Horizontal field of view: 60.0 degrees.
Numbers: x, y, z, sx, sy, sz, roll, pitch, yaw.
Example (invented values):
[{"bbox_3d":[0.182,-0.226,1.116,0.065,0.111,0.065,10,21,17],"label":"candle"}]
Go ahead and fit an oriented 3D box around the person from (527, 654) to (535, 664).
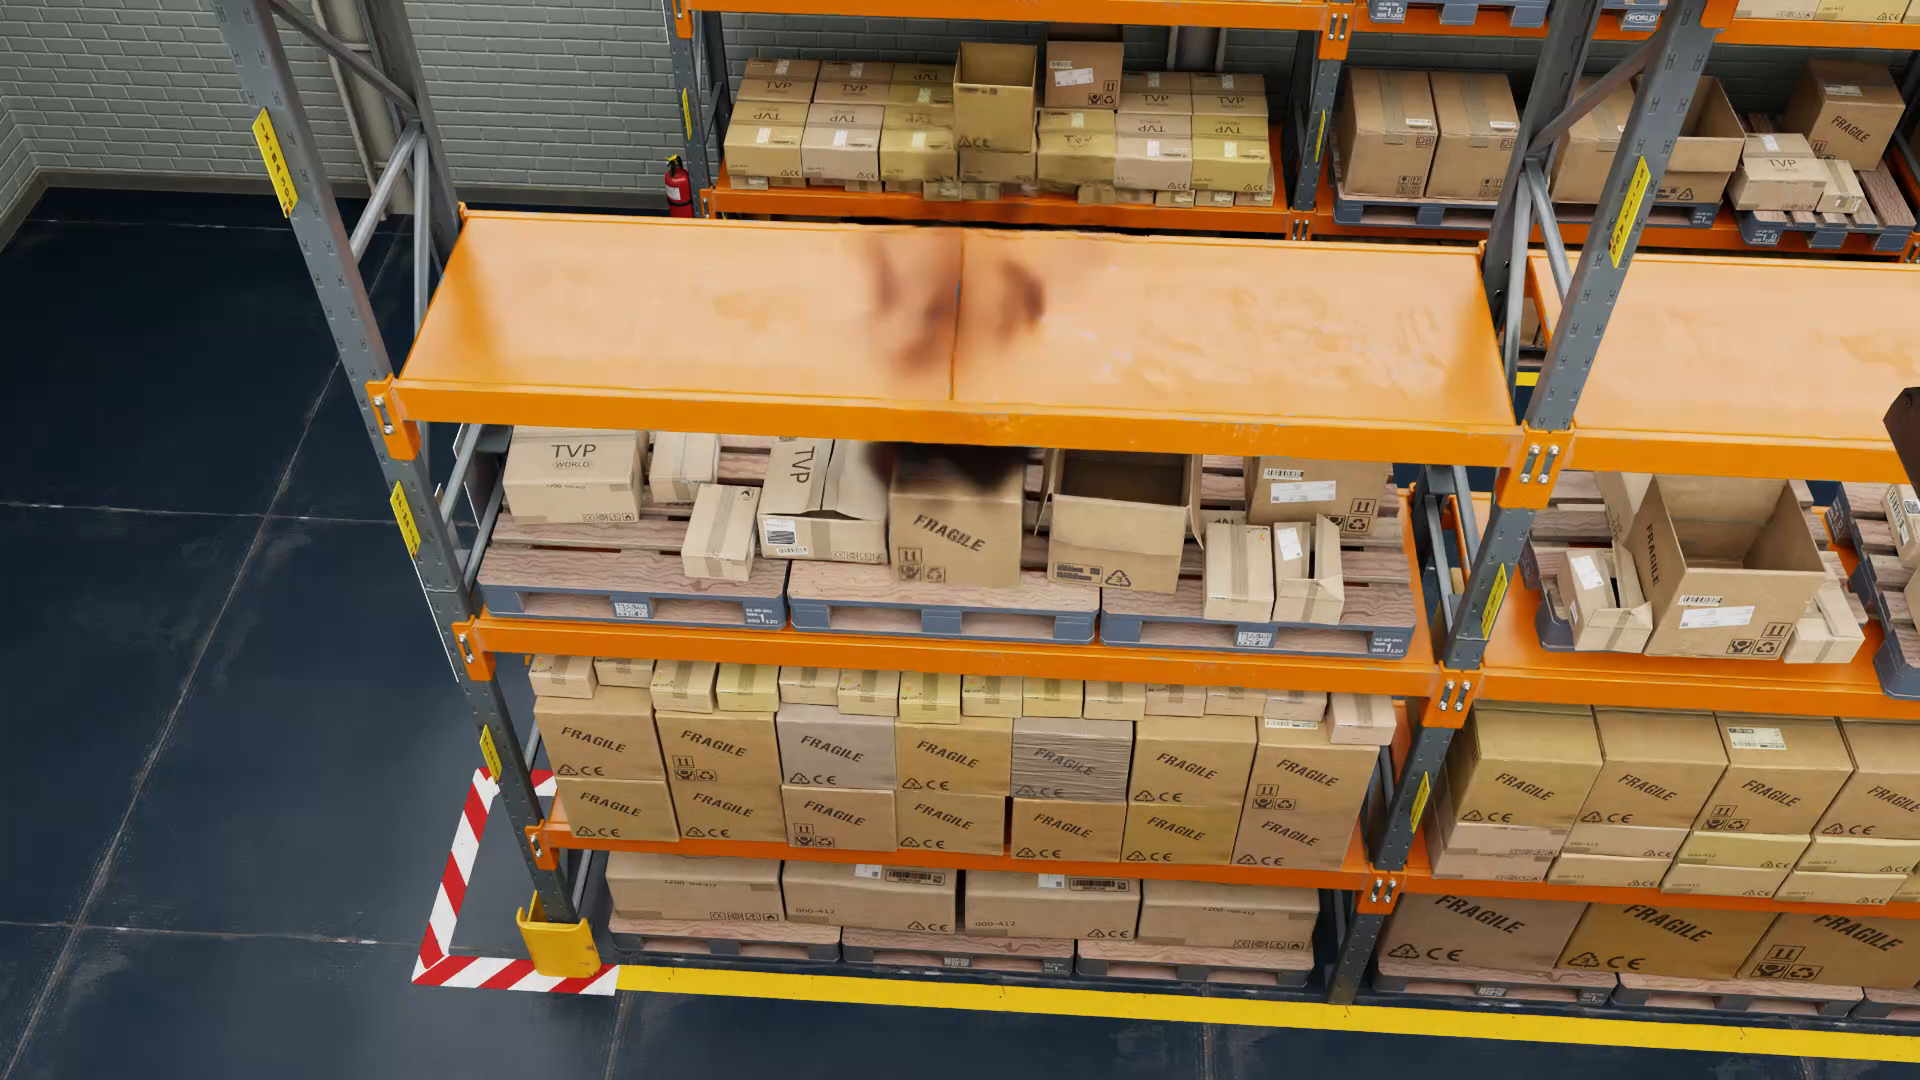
[{"bbox_3d":[-2.187,0.125,9.111,0.690,1.799,0.718,-16,50,-14],"label":"person"}]
